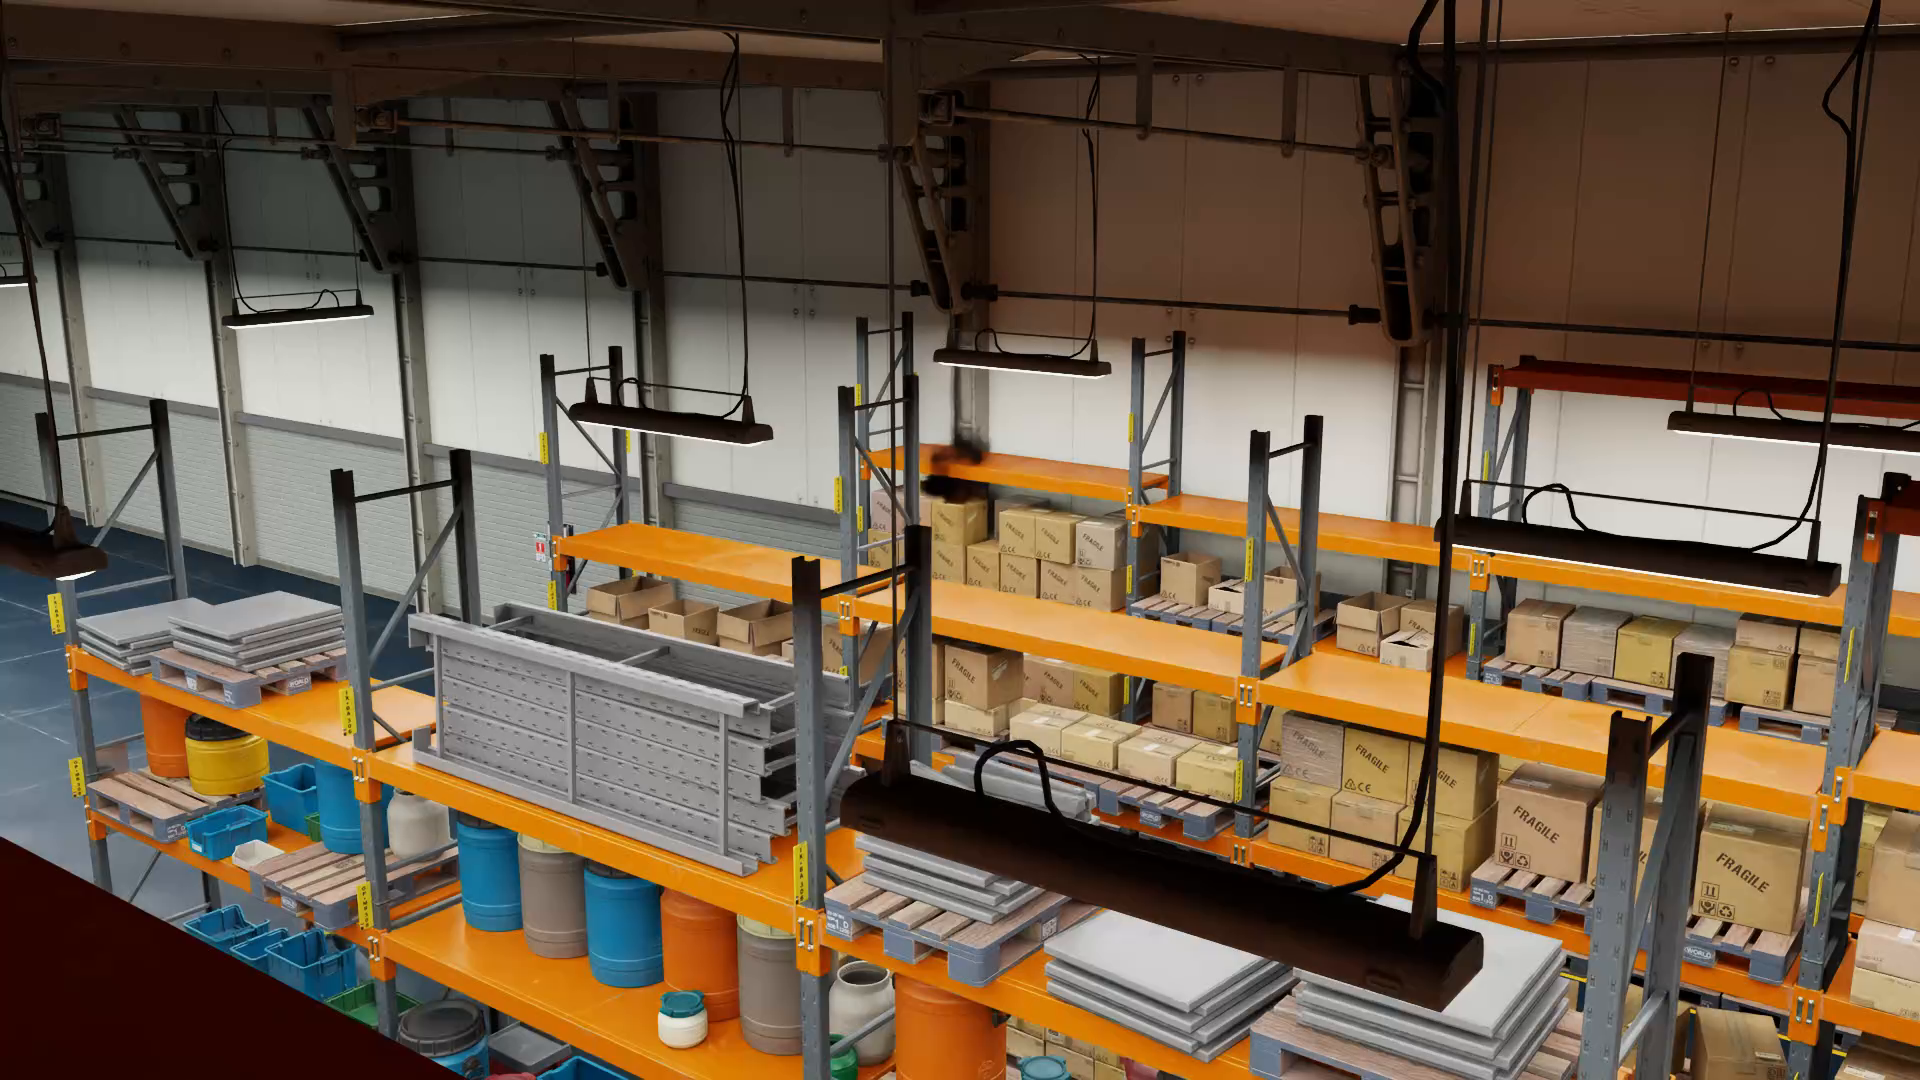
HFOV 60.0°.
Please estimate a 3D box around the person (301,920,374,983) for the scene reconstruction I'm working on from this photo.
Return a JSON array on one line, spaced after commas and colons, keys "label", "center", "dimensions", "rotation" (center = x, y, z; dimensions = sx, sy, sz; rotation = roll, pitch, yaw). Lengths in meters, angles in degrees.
[{"label": "person", "center": [-5.992, 3.642, 15.772], "dimensions": [0.680, 1.781, 0.762], "rotation": [7, 15, 27]}]
